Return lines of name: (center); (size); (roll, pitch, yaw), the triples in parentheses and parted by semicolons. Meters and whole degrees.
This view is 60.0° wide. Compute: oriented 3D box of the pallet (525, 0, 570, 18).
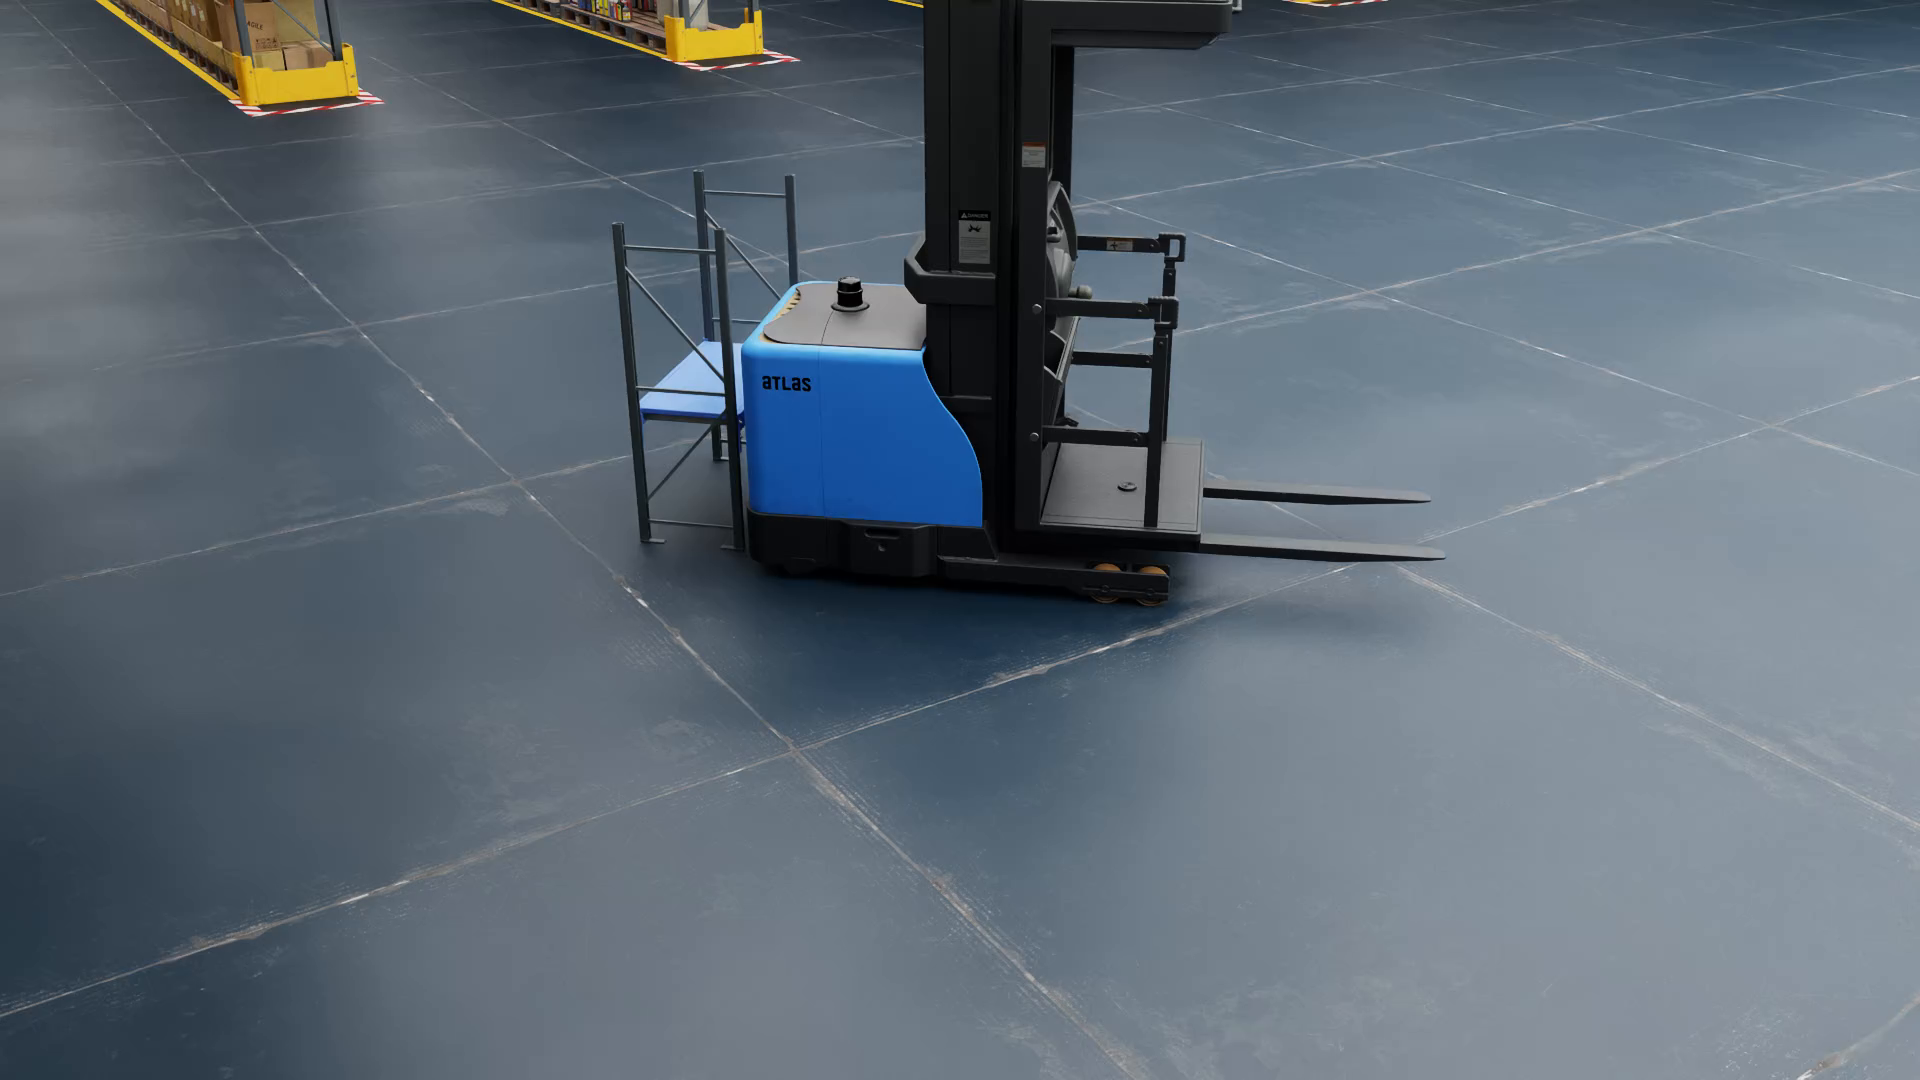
pallet: (-5.535, -7.673, 23.756); (1.003, 0.211, 1.213); (-16, 29, -30)

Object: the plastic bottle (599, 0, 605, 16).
plastic bottle: (-4.646, -7.058, 21.775); (0.144, 0.351, 0.185); (-16, 30, -30)

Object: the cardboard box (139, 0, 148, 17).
cardboard box: (-10.527, -7.083, 21.969); (0.500, 0.250, 0.500); (-15, 29, -29)

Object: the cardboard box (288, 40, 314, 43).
cardboard box: (-7.425, -5.446, 18.502); (0.500, 0.250, 0.500); (-16, 29, -30)

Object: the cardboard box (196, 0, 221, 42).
cardboard box: (-8.143, -5.841, 18.459); (0.500, 0.500, 0.500); (-16, 29, -30)

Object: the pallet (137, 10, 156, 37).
pallet: (-10.331, -6.939, 22.202); (1.003, 0.211, 1.213); (-16, 29, -30)

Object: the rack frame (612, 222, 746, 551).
rack frame: (-1.237, -0.655, 7.380); (0.500, 1.500, 0.032); (5, 26, 10)

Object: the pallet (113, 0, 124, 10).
pallet: (-11.786, -7.954, 24.353); (1.003, 0.211, 1.213); (-16, 29, -30)

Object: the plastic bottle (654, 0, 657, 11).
plastic bottle: (-4.027, -7.153, 22.152); (0.097, 0.201, 0.097); (0, 25, 0)

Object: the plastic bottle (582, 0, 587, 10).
plastic bottle: (-4.981, -7.278, 22.240); (0.144, 0.351, 0.185); (-15, 29, -28)

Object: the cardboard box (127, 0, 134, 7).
cardboard box: (-11.095, -7.451, 22.748); (0.500, 0.250, 0.500); (-16, 30, -31)

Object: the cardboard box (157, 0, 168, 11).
cardboard box: (-9.688, -6.787, 20.685); (0.500, 0.311, 0.500); (-16, 29, -30)

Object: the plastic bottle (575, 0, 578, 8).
plastic bottle: (-5.157, -7.307, 22.476); (0.097, 0.201, 0.097); (0, 25, 0)

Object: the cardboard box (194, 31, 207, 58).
cardboard box: (-8.412, -5.681, 19.000); (0.500, 0.250, 0.500); (-16, 29, -30)

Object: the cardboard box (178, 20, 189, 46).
cardboard box: (-8.959, -6.039, 19.757); (0.500, 0.250, 0.500); (-16, 29, -30)

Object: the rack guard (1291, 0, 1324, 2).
rack guard: (5.483, -8.366, 24.887); (1.175, 0.500, 0.348); (-16, 29, -30)

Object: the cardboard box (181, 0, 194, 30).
cardboard box: (-8.690, -6.198, 19.216); (0.500, 0.500, 0.500); (-16, 29, -30)

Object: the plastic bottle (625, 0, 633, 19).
plastic bottle: (-4.286, -6.878, 21.473); (0.061, 0.283, 0.133); (-16, 29, -30)

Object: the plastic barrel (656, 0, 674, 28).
plastic barrel: (-3.588, -6.693, 20.836); (0.421, 0.512, 0.421); (0, 25, 0)

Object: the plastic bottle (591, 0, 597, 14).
plastic bottle: (-4.823, -7.111, 21.966); (0.061, 0.283, 0.133); (-14, 29, -27)

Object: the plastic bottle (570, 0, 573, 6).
plastic bottle: (-5.268, -7.411, 22.616); (0.097, 0.271, 0.097); (0, 25, 0)

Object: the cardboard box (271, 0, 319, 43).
cardboard box: (-7.424, -5.786, 18.343); (0.500, 0.500, 0.500); (-16, 29, -30)

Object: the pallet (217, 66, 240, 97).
pallet: (-7.495, -5.081, 18.266); (1.003, 0.211, 1.213); (-16, 29, -30)

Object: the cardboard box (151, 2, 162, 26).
cardboard box: (-9.970, -6.718, 21.195); (0.500, 0.250, 0.500); (-16, 30, -30)

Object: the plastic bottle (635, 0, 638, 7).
plastic bottle: (-4.376, -7.431, 22.565); (0.144, 0.351, 0.185); (-17, 30, -32)

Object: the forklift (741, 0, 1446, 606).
forklift: (0.619, -1.285, 7.039); (3.031, 2.935, 1.130); (4, 26, 8)

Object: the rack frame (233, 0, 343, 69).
rack frame: (-7.043, -6.078, 17.112); (1.000, 3.000, 0.127); (-16, 29, -30)

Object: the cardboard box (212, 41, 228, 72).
cardboard box: (-7.866, -5.324, 18.243); (0.500, 0.250, 0.500); (-16, 29, -30)

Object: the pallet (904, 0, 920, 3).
pallet: (-0.528, -8.323, 25.134); (1.003, 0.211, 1.213); (-16, 29, -30)

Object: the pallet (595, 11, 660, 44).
pallet: (-4.072, -6.714, 21.726); (1.003, 0.211, 1.213); (-16, 29, -30)

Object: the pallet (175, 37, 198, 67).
pallet: (-8.827, -5.954, 20.115); (1.003, 0.211, 1.213); (-16, 29, -30)

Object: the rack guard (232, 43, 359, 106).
rack guard: (-7.030, -4.939, 17.627); (1.175, 0.500, 0.348); (-16, 29, -30)

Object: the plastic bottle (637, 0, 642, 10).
plastic bottle: (-4.272, -7.252, 22.265); (0.061, 0.283, 0.133); (-16, 29, -30)

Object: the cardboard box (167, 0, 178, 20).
cardboard box: (-9.236, -6.556, 19.974); (0.500, 0.500, 0.500); (-16, 29, -30)

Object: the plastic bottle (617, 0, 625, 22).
plastic bottle: (-4.340, -6.794, 21.295); (0.061, 0.283, 0.133); (-15, 29, -28)

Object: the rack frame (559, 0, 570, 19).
rack frame: (-5.074, -8.662, 22.585); (1.000, 3.000, 0.127); (-16, 29, -30)

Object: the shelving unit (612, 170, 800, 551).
shelving unit: (-1.136, -0.867, 7.830); (0.538, 1.500, 1.048); (5, 26, 10)

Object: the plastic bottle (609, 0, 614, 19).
plastic bottle: (-4.451, -6.899, 21.526); (0.152, 0.276, 0.135); (-16, 30, -31)
